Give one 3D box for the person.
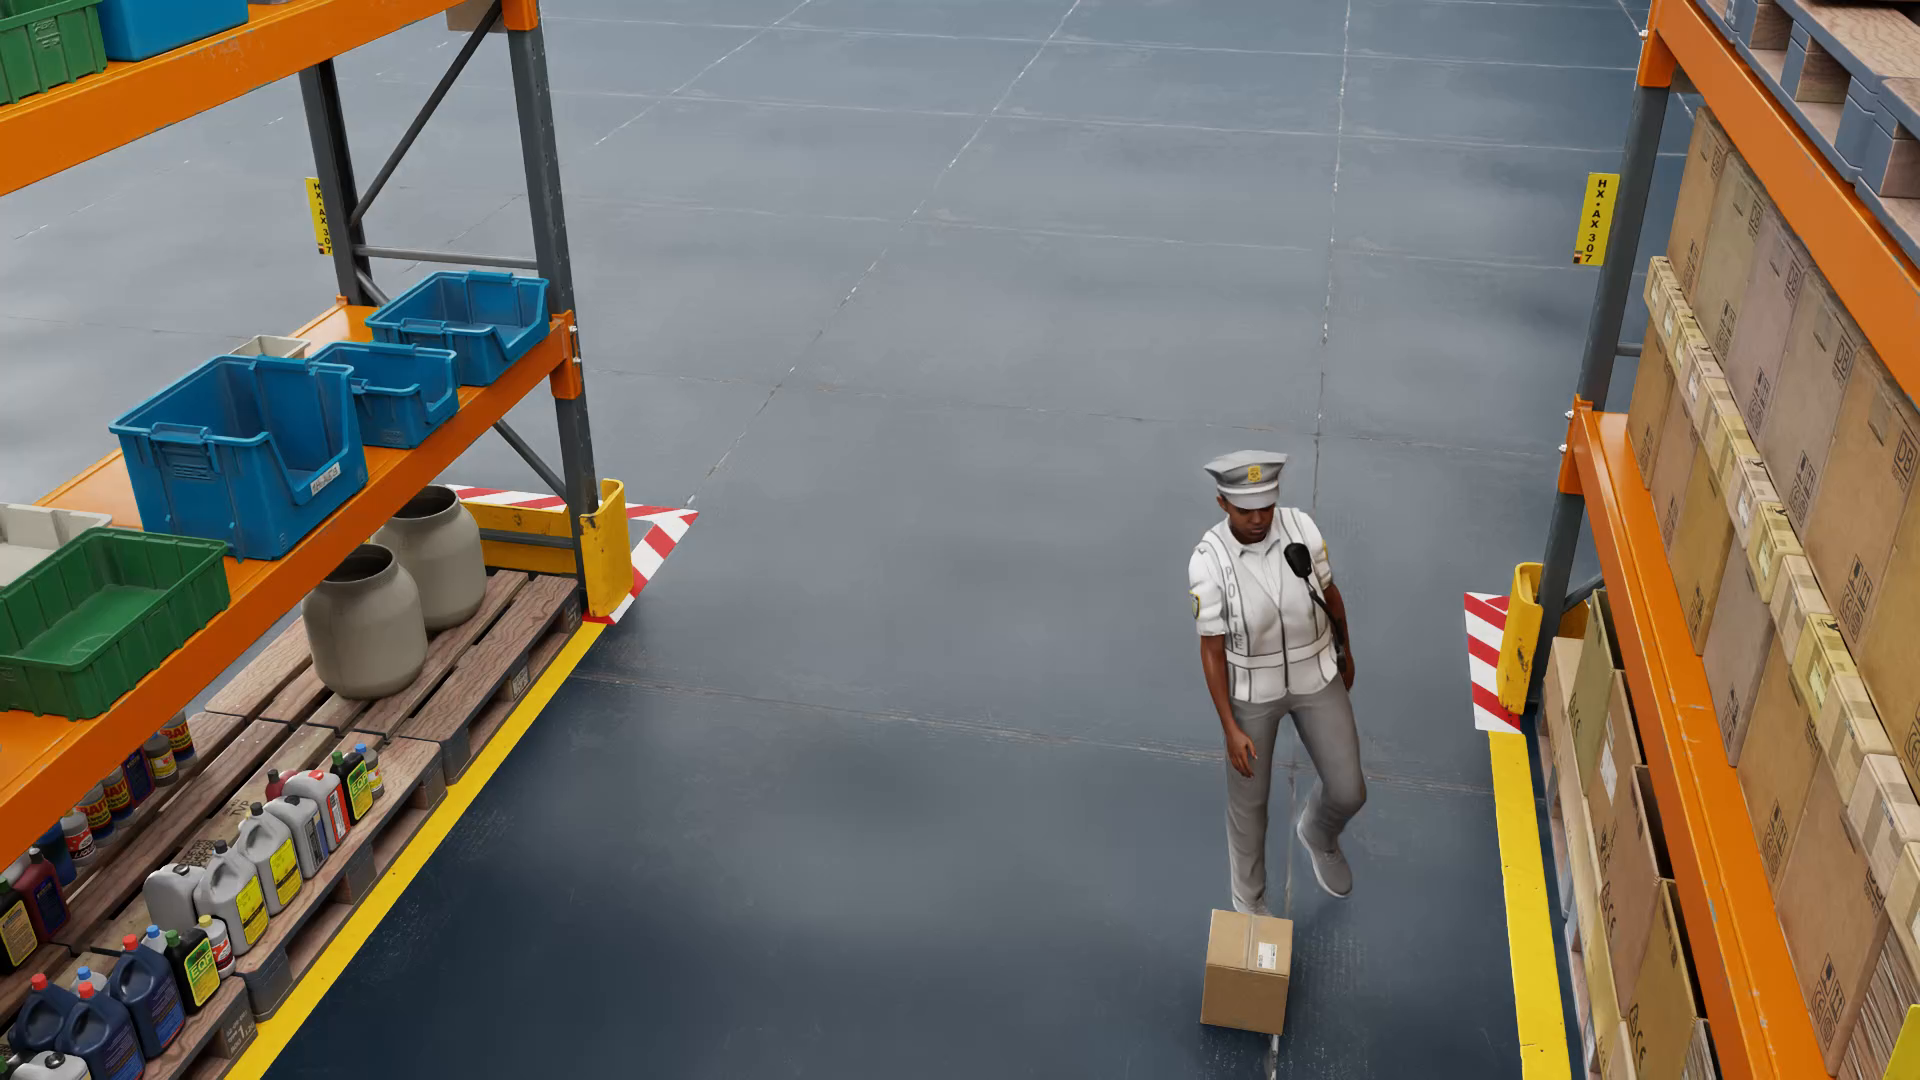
[{"bbox_3d":[1.013,0.502,5.184,0.636,1.681,0.472,-1,29,-2],"label":"person"}]
